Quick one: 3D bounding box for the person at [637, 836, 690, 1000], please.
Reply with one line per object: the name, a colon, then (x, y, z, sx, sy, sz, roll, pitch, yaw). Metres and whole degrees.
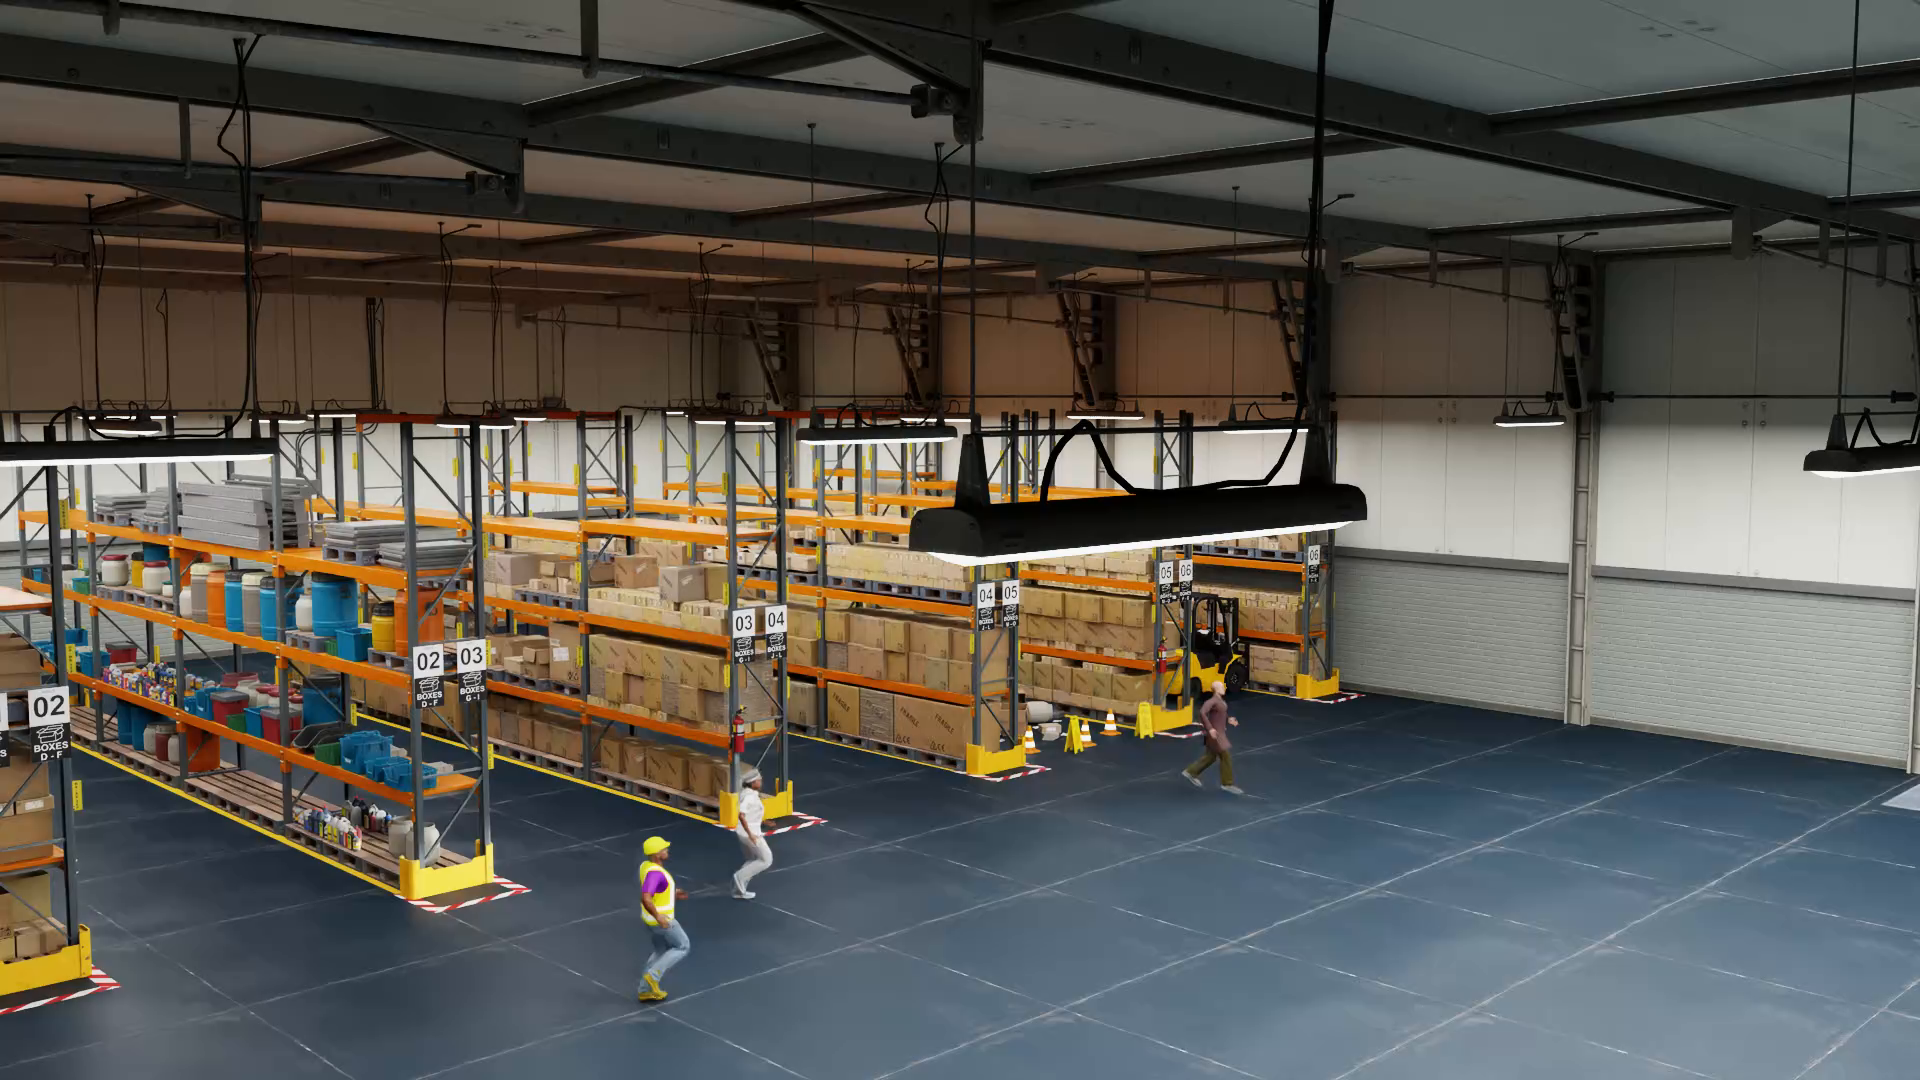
person: (-3.105, 3.950, 17.411, 0.606, 1.724, 0.692, -2, 5, -25)

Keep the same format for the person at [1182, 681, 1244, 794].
person: (4.051, 3.137, 26.582, 0.994, 1.799, 0.712, 1, 5, 10)

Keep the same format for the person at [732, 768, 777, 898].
person: (-2.585, 3.693, 20.940, 0.586, 1.644, 0.559, -1, 5, -16)

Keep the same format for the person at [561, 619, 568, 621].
person: (-8.266, 2.463, 34.883, 0.595, 1.680, 0.644, 4, 6, 36)
